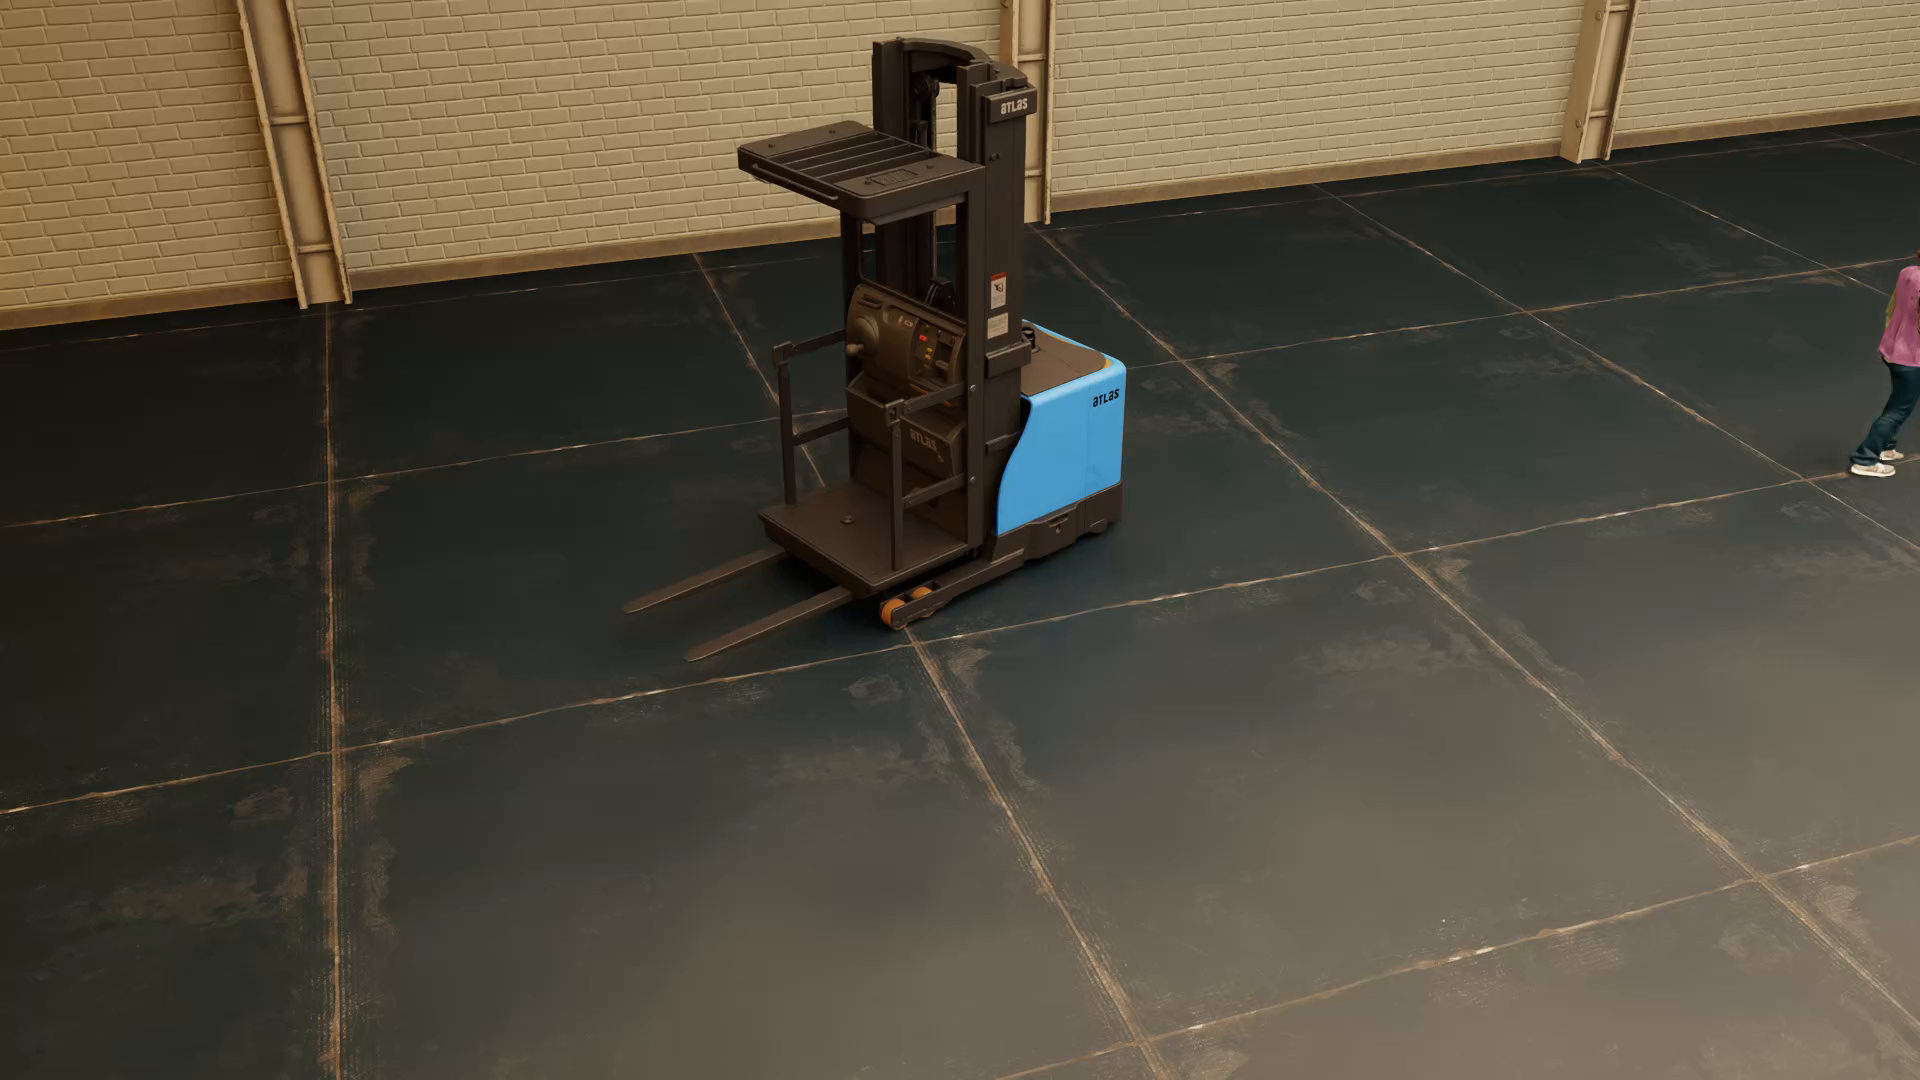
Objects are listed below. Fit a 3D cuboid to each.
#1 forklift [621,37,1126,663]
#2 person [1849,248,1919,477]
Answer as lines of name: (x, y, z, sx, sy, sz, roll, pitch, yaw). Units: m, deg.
forklift: (-0.461, -1.072, 8.951, 3.031, 2.935, 1.130, -23, 37, -34)
person: (5.994, -1.139, 10.450, 0.477, 1.623, 0.494, 2, 30, 4)
